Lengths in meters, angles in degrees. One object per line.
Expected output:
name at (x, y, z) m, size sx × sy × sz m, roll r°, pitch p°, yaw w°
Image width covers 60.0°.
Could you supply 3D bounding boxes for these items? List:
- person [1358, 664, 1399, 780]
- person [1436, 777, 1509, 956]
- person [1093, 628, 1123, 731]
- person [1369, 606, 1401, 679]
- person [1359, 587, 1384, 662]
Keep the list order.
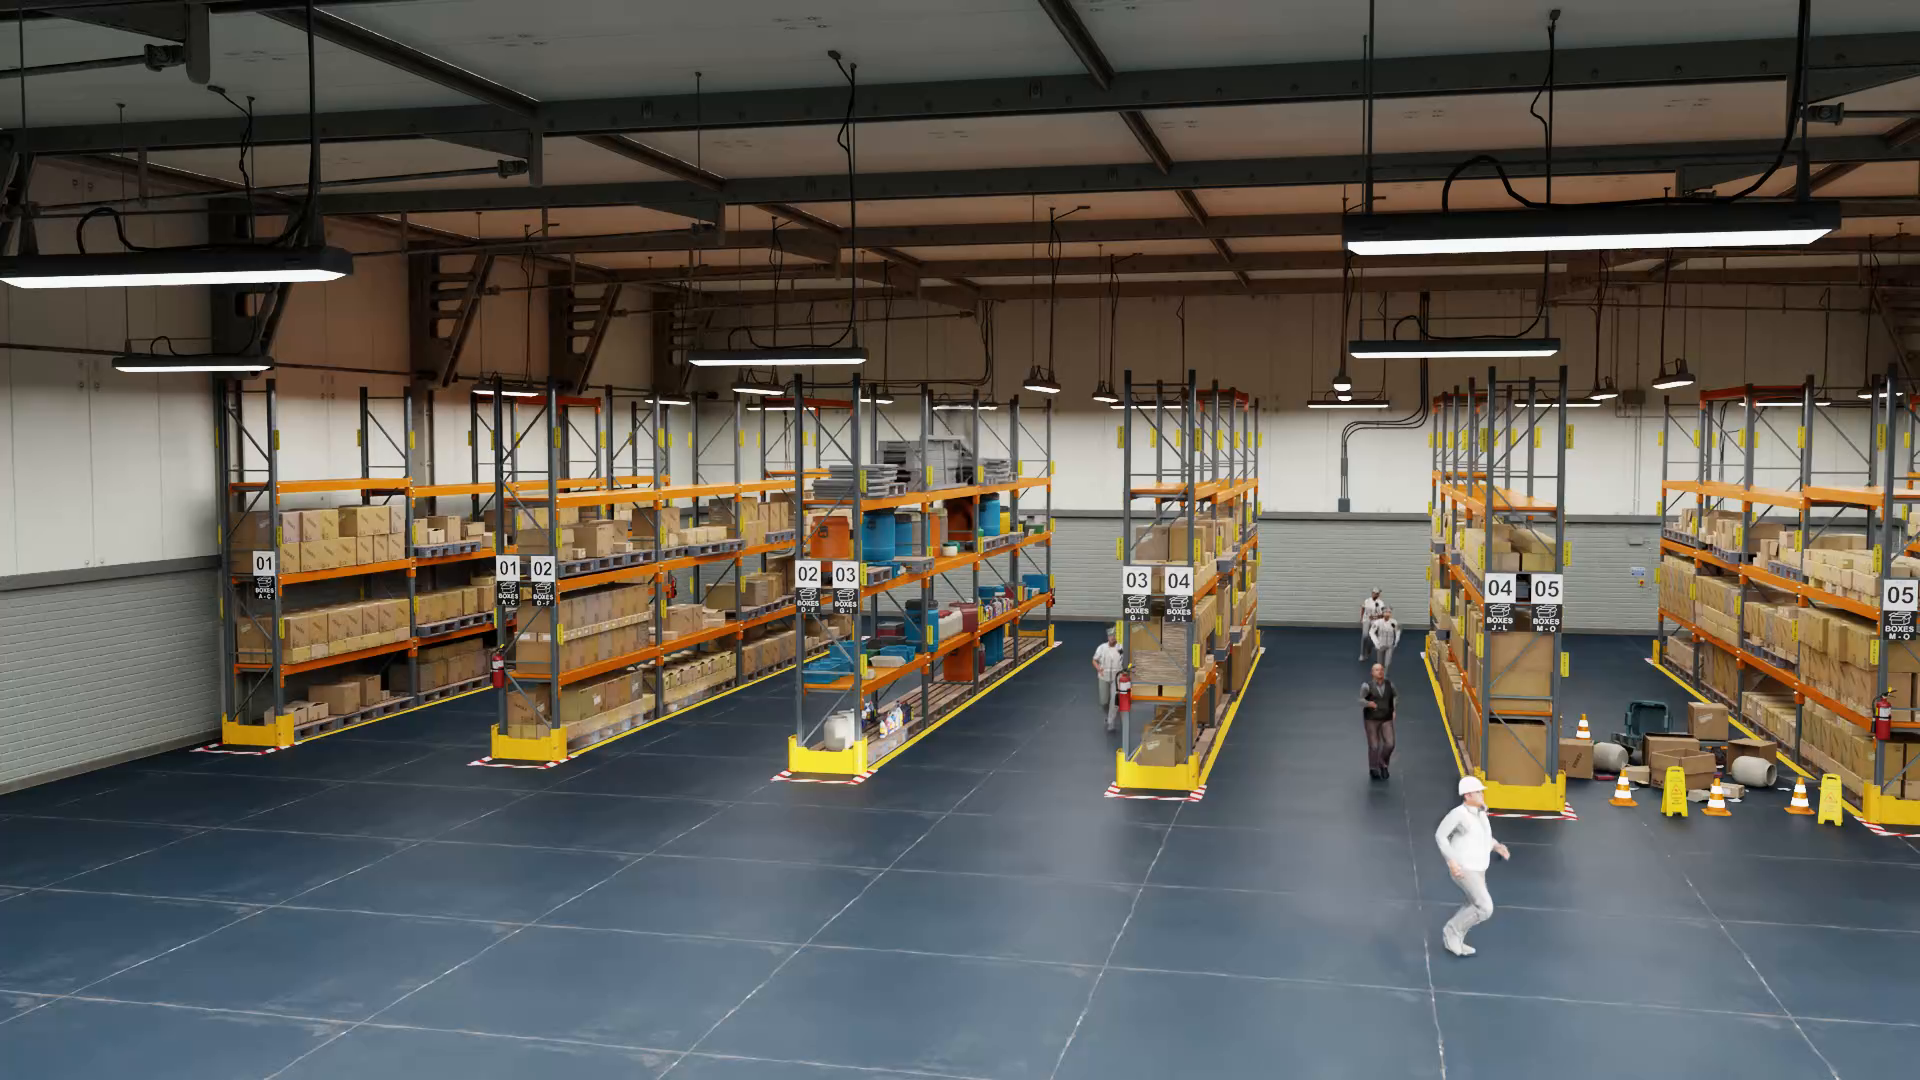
person at (6.182, 2.684, 24.464) m, size 0.642 × 1.717 × 0.647 m, roll 0°, pitch 3°, yaw 3°
person at (4.979, 3.160, 16.097) m, size 0.601 × 1.739 × 0.667 m, roll 3°, pitch 4°, yaw 40°
person at (2.634, 2.390, 28.847) m, size 0.660 × 1.750 × 0.772 m, roll 0°, pitch 3°, yaw 4°
person at (8.662, 2.157, 33.864) m, size 0.643 × 1.665 × 0.688 m, roll 0°, pitch 3°, yaw 5°
person at (9.323, 1.897, 37.619) m, size 0.562 × 1.674 × 0.685 m, roll 1°, pitch 4°, yaw 20°
